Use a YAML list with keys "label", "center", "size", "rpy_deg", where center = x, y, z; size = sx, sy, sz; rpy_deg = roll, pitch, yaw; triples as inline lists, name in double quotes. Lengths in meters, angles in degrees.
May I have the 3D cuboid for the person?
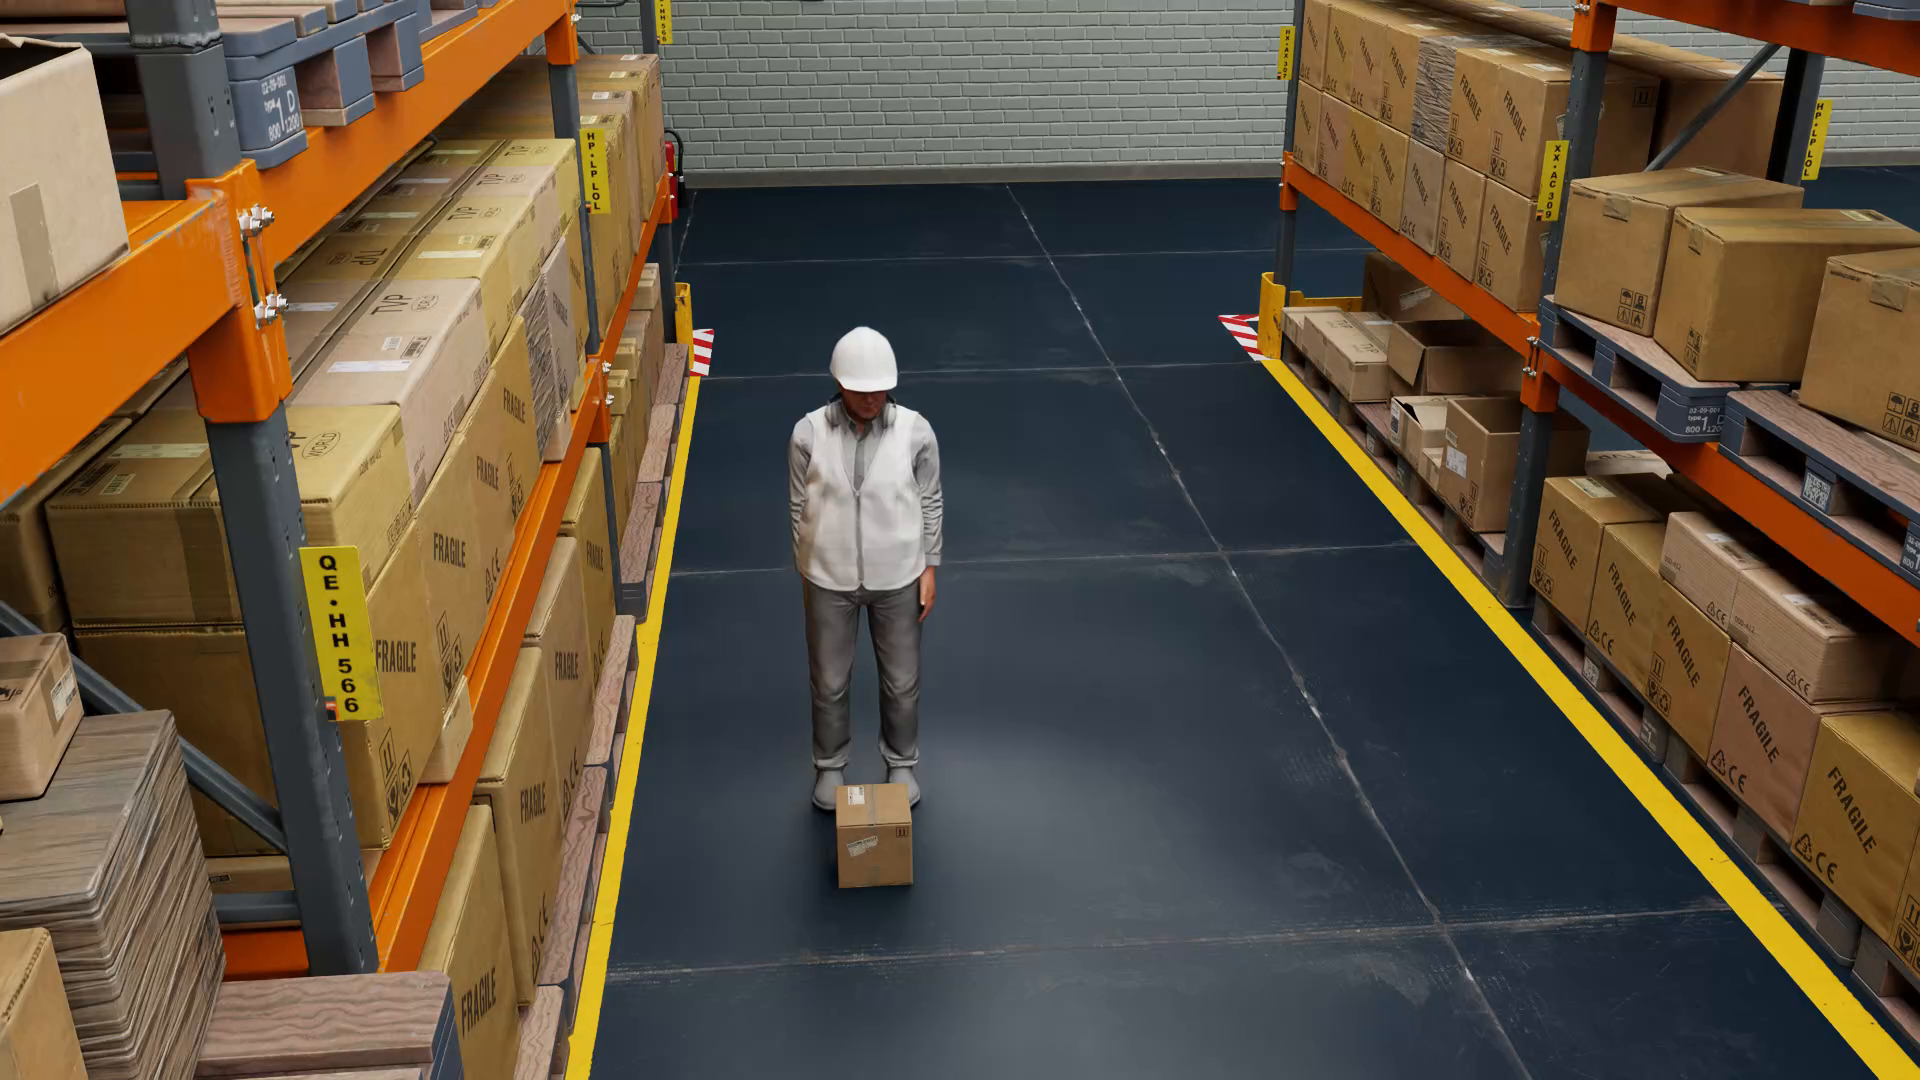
- label: "person"
  center: [-0.321, 0.115, 5.815]
  size: [0.533, 1.765, 0.358]
  rpy_deg: [-1, 24, -3]
